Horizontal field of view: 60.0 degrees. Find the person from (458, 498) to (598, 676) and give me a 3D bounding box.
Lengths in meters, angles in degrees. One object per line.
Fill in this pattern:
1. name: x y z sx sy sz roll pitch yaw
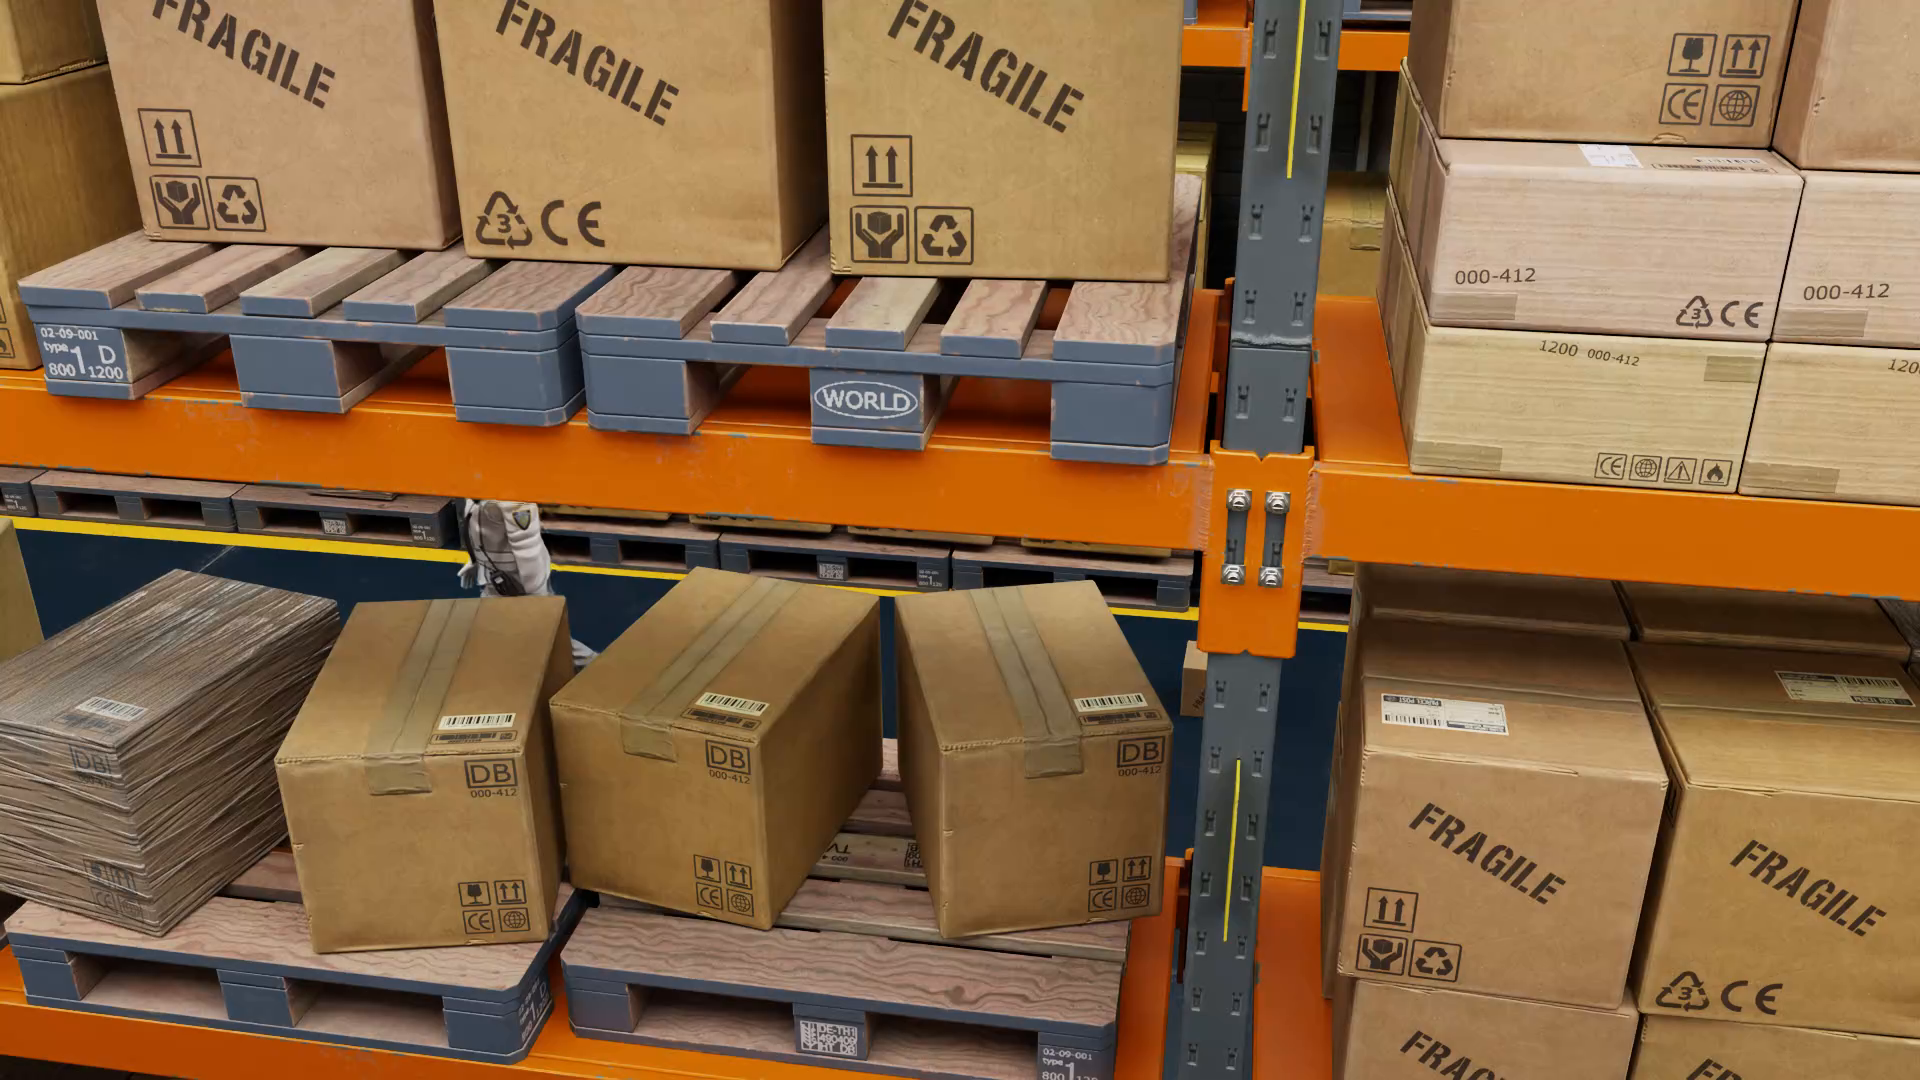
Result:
1. person: -1.847 0.145 6.752 0.996 1.636 0.511 -5 25 -10
